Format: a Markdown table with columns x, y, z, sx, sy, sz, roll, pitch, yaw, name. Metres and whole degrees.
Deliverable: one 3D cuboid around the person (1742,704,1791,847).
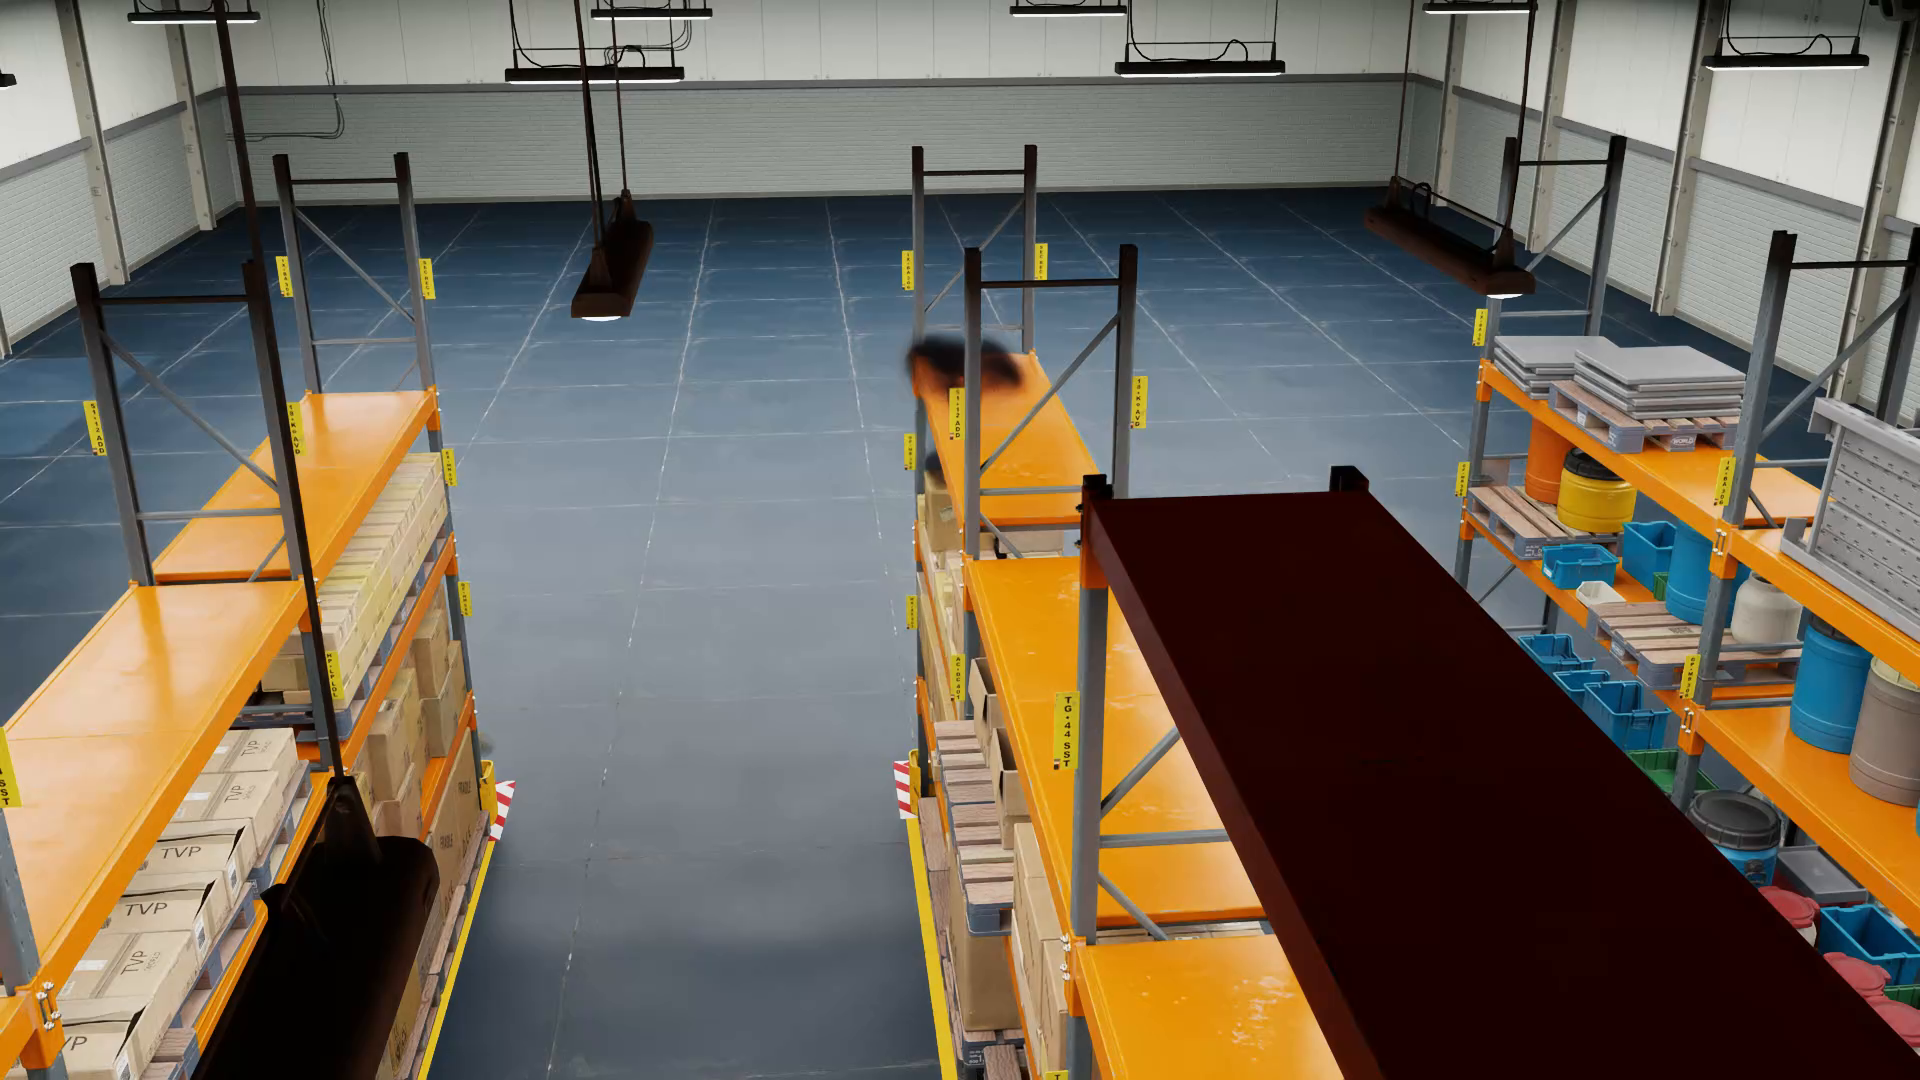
| x | y | z | sx | sy | sz | roll | pitch | yaw | name |
| --- | --- | --- | --- | --- | --- | --- | --- | --- | --- |
| 7.187 | 1.925 | 14.522 | 0.506 | 1.710 | 0.817 | -4 | 22 | -9 | person |
